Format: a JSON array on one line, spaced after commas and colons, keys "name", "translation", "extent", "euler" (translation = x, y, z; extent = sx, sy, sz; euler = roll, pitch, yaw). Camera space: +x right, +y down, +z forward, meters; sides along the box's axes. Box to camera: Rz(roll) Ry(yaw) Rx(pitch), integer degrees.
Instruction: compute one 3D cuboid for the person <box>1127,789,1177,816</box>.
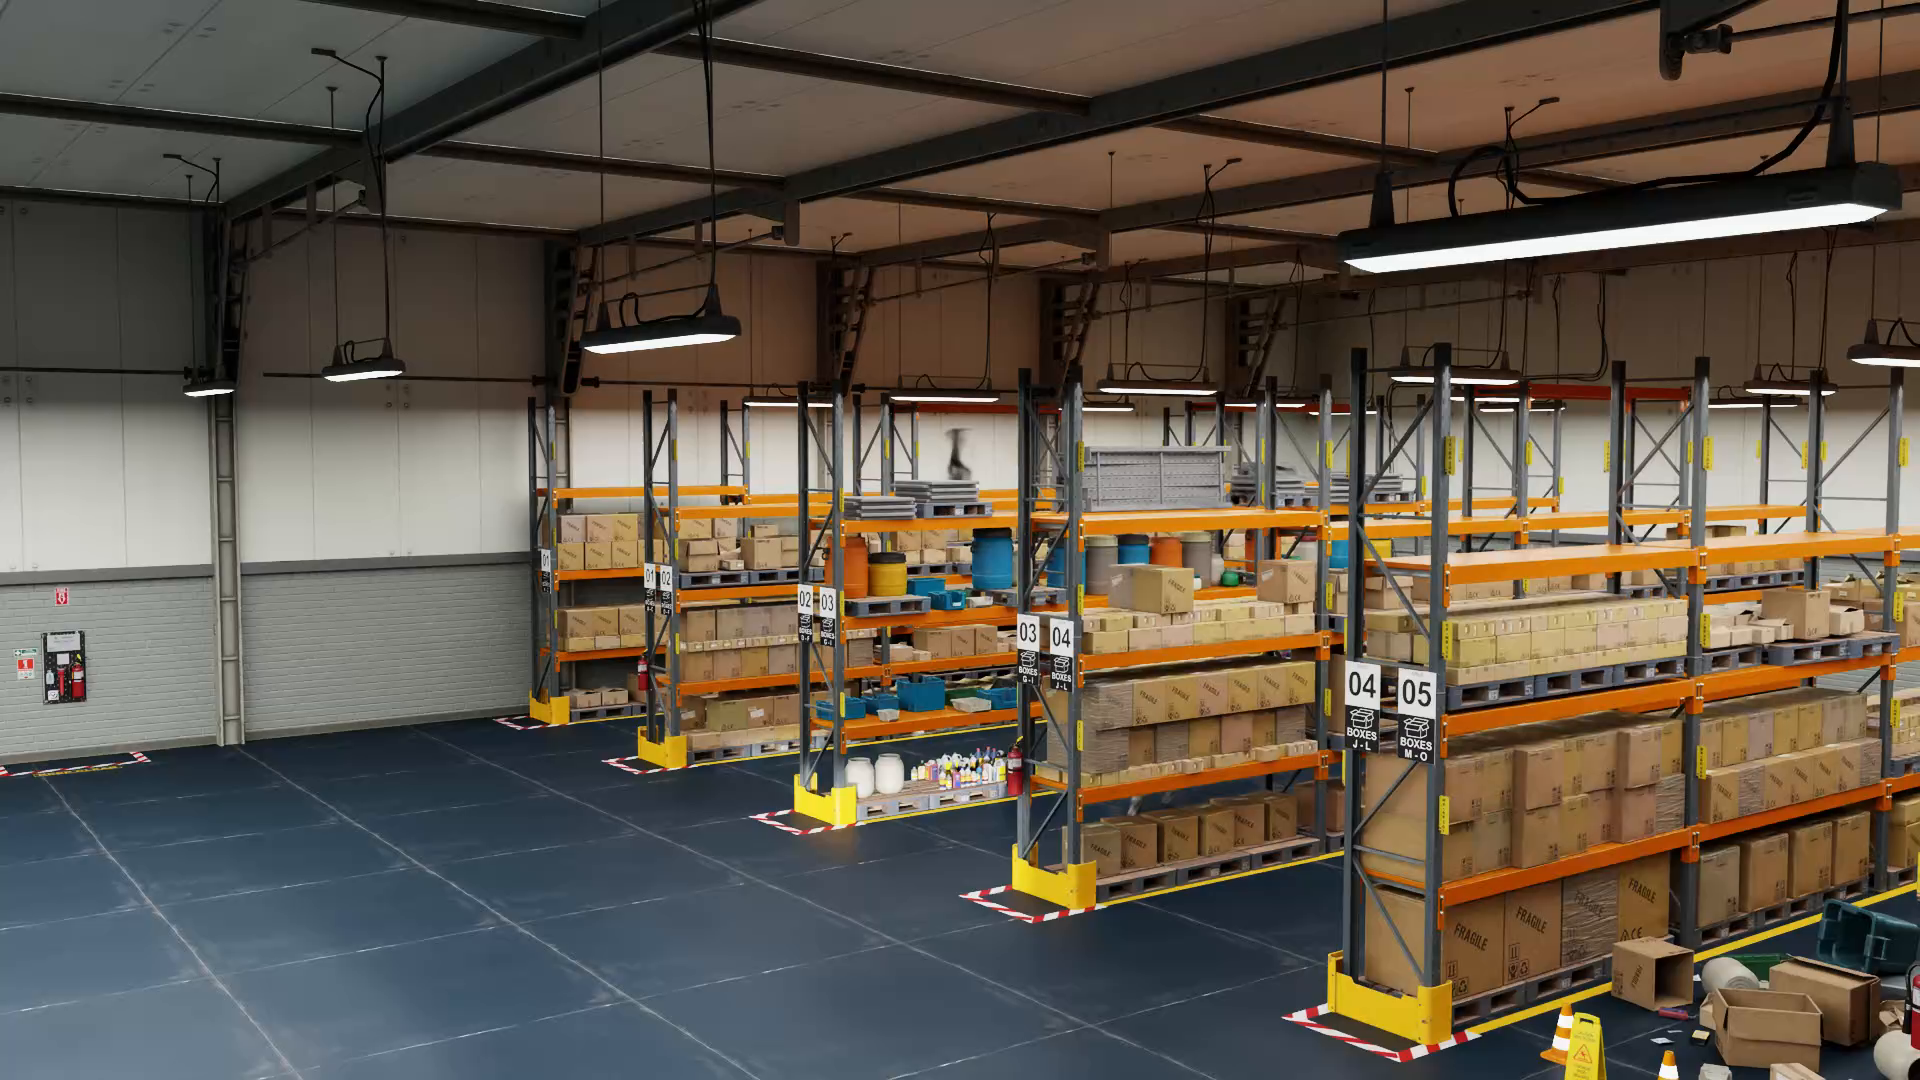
[{"name": "person", "translation": [2.710, 2.986, 23.290], "extent": [0.604, 1.680, 0.973], "euler": [3, 4, 40]}]
